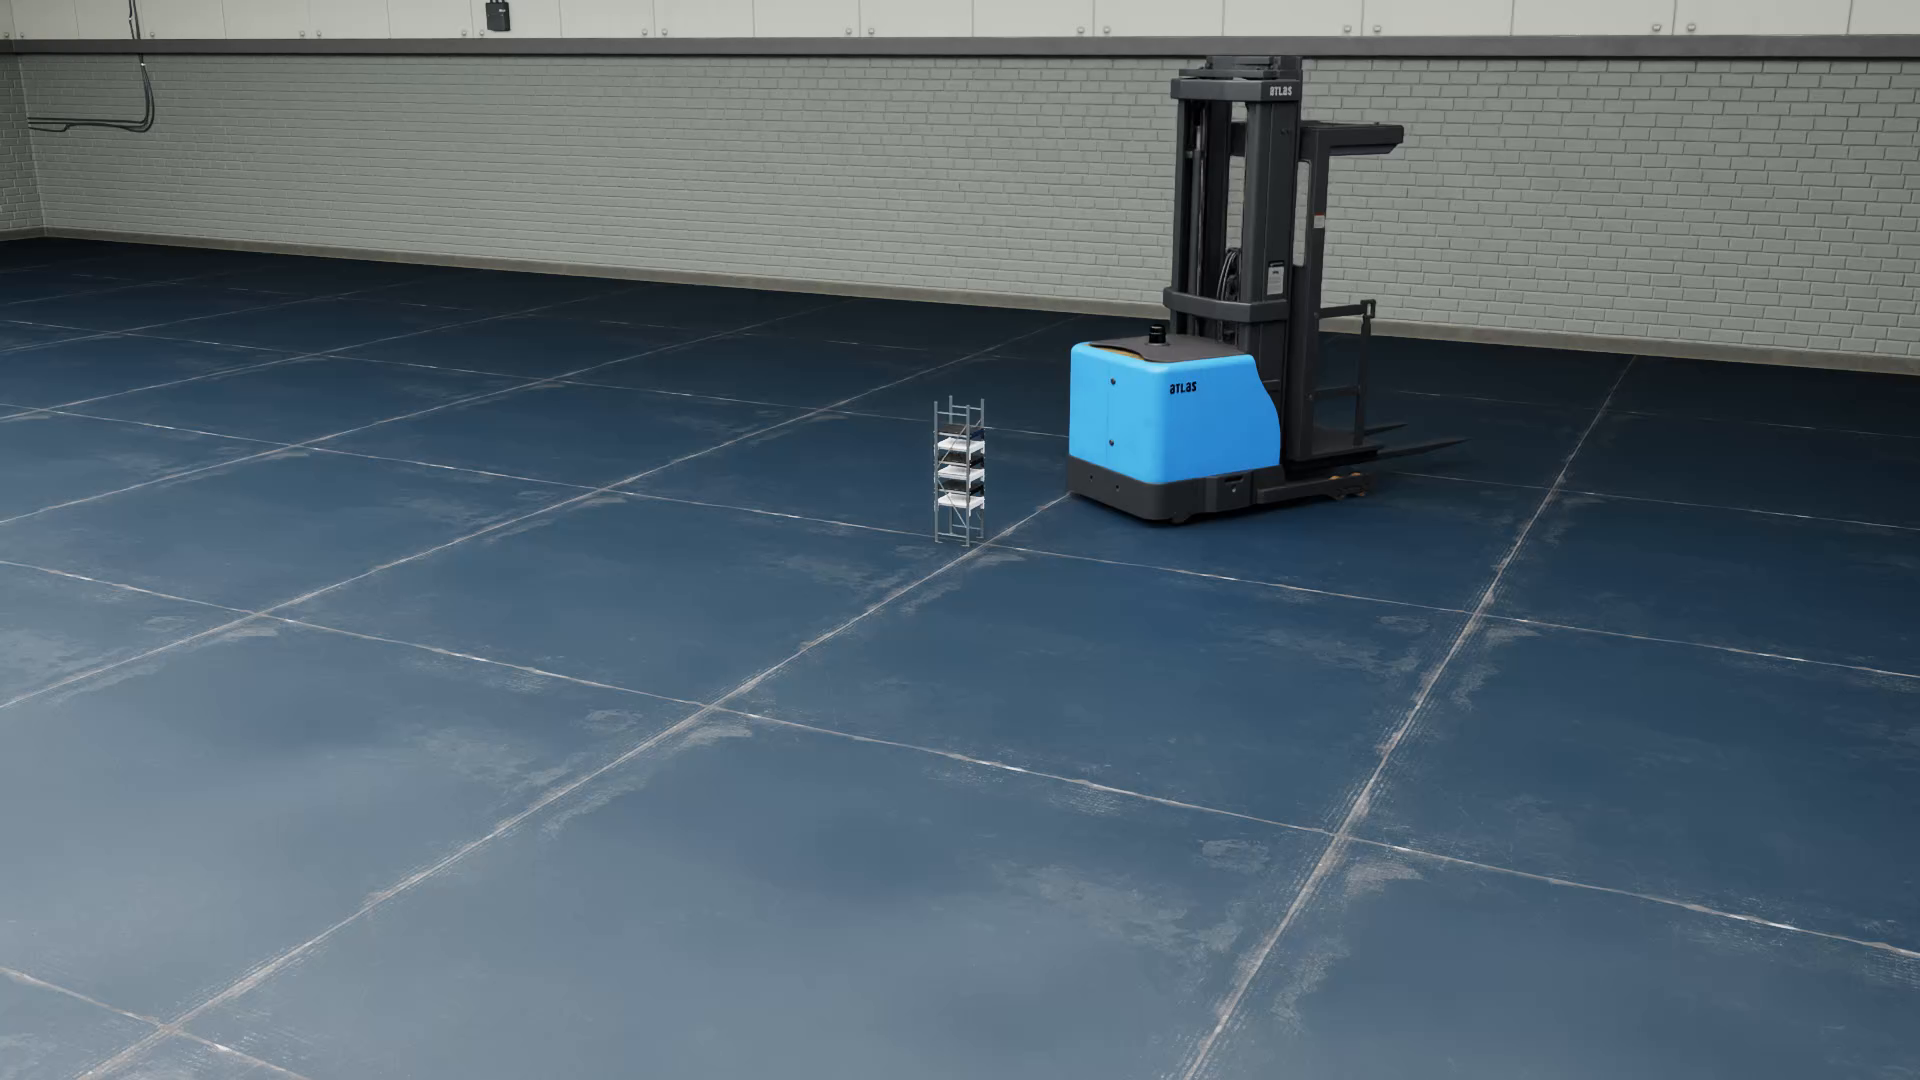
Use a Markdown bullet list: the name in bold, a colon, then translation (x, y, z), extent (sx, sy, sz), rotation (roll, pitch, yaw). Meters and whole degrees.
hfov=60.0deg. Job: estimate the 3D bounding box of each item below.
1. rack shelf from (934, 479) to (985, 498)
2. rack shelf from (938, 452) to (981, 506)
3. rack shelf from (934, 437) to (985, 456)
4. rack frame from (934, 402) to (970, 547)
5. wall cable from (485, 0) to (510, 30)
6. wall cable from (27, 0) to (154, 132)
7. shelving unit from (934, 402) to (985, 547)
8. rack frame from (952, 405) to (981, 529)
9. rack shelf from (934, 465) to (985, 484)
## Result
- **rack shelf**: translation (-0.004, -0.311, 10.424), extent (0.258, 0.077, 0.200), rotation (8, 18, 25)
- **rack shelf**: translation (-0.004, -0.381, 10.404), extent (0.221, 0.281, 0.190), rotation (8, 18, 25)
- **rack shelf**: translation (-0.004, -0.570, 10.348), extent (0.258, 0.077, 0.200), rotation (8, 18, 25)
- **rack frame**: translation (-0.049, -0.403, 10.302), extent (0.240, 0.900, 0.006), rotation (8, 18, 25)
- **wall cable**: translation (-5.249, -9.530, 20.833), extent (2.305, 6.003, 0.169), rotation (8, 18, 25)
- **wall cable**: translation (-13.735, -7.623, 25.839), extent (3.097, 2.526, 0.112), rotation (8, 18, 25)
- **shelving unit**: translation (-0.004, -0.429, 10.389), extent (0.258, 0.900, 0.208), rotation (8, 18, 25)
- **rack frame**: translation (0.041, -0.455, 10.477), extent (0.228, 0.785, 0.003), rotation (8, 18, 25)
- **rack shelf**: translation (-0.004, -0.397, 10.399), extent (0.258, 0.077, 0.200), rotation (8, 18, 25)
